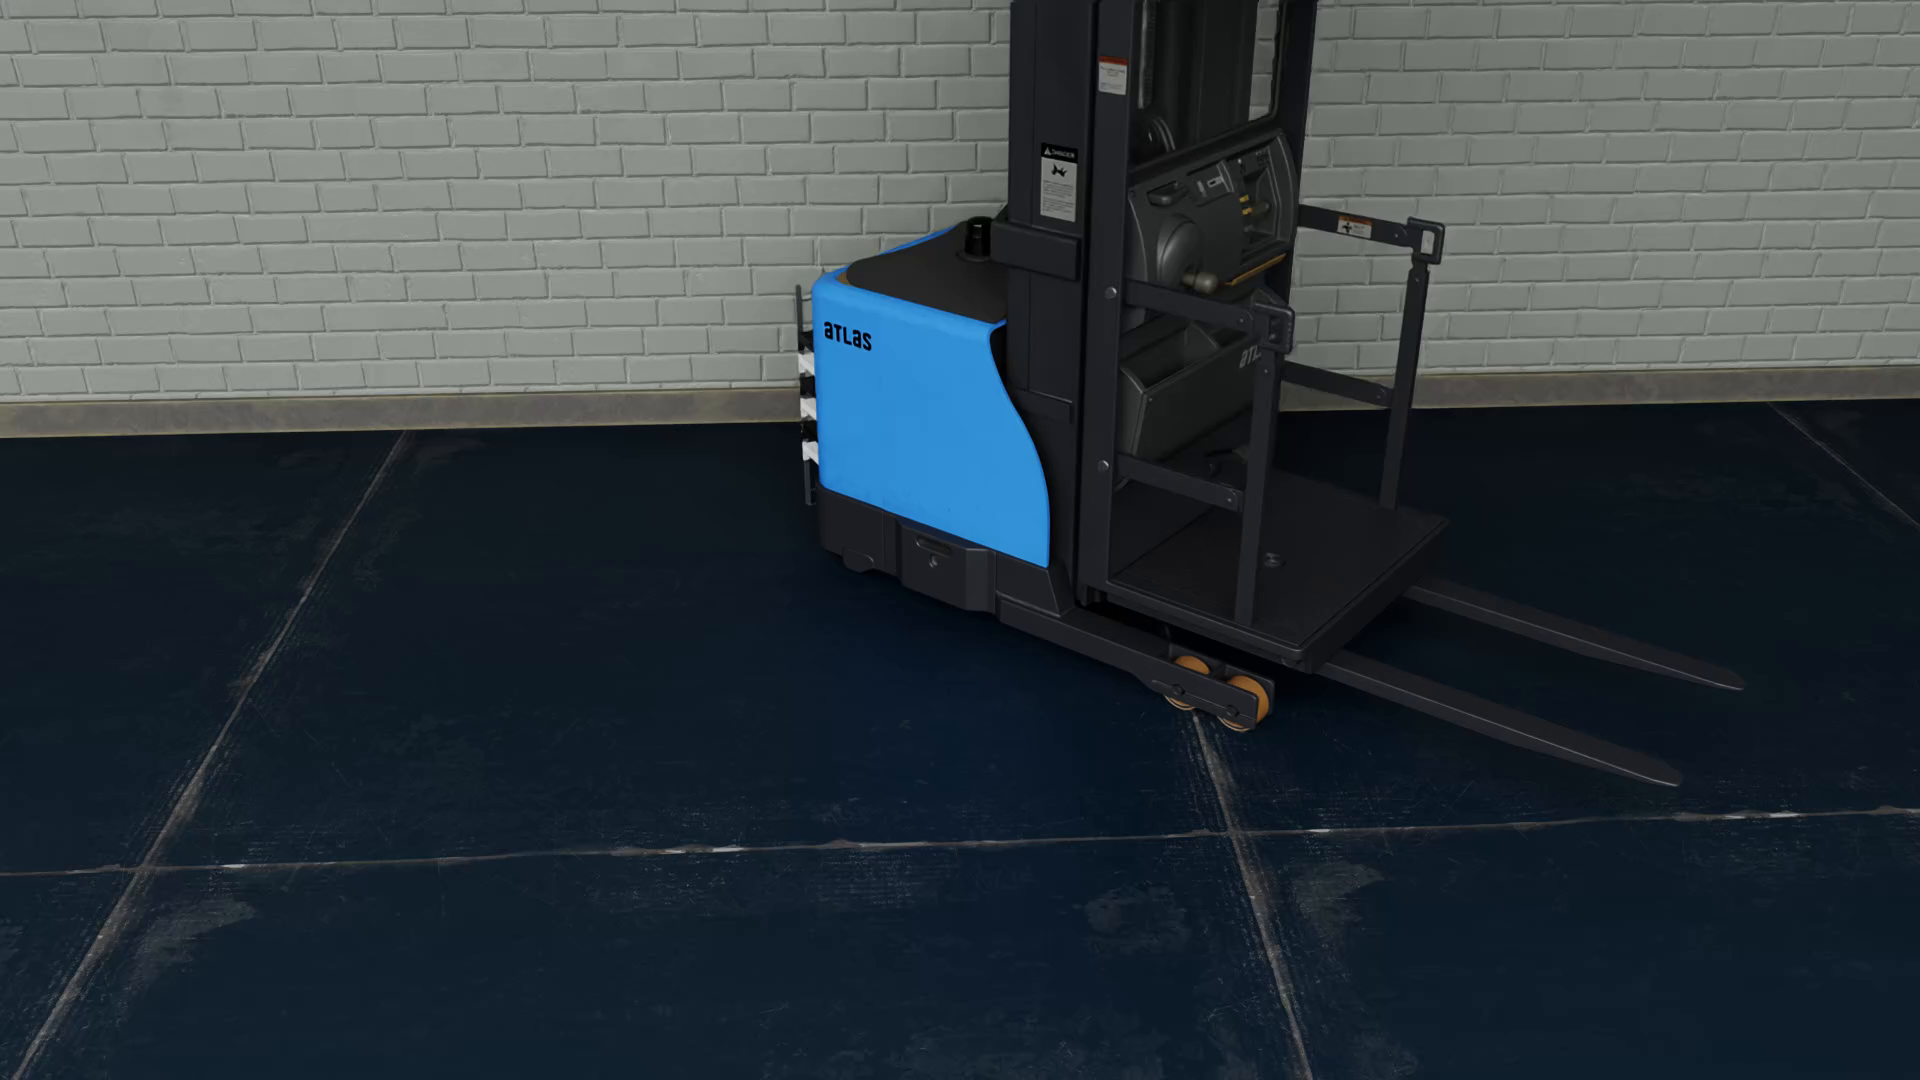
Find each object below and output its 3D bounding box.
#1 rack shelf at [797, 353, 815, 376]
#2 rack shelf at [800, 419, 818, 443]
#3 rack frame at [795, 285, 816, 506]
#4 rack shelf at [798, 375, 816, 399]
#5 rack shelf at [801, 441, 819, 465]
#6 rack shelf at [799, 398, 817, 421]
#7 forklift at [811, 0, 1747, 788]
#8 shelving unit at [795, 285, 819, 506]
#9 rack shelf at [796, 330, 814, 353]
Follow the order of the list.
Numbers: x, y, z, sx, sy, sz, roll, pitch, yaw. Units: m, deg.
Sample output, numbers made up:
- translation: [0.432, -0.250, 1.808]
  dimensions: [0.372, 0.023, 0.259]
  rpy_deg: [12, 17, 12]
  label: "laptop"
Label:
- translation: [-0.449, -0.646, 6.199]
  dimensions: [0.258, 0.077, 0.200]
  rpy_deg: [-13, 30, -24]
  label: "rack shelf"
- translation: [-0.449, -0.407, 6.324]
  dimensions: [0.258, 0.077, 0.200]
  rpy_deg: [-13, 30, -24]
  label: "rack shelf"
- translation: [-0.495, -0.558, 6.347]
  dimensions: [0.240, 0.900, 0.006]
  rpy_deg: [-13, 30, -24]
  label: "rack frame"
- translation: [-0.449, -0.567, 6.241]
  dimensions: [0.258, 0.077, 0.200]
  rpy_deg: [-13, 30, -24]
  label: "rack shelf"
- translation: [-0.449, -0.327, 6.365]
  dimensions: [0.258, 0.077, 0.200]
  rpy_deg: [-13, 30, -24]
  label: "rack shelf"
- translation: [-0.449, -0.487, 6.282]
  dimensions: [0.258, 0.077, 0.200]
  rpy_deg: [-13, 30, -24]
  label: "rack shelf"
- translation: [0.951, -0.989, 4.976]
  dimensions: [3.031, 2.935, 1.130]
  rpy_deg: [20, 33, 33]
  label: "forklift"
- translation: [-0.449, -0.516, 6.267]
  dimensions: [0.258, 0.900, 0.210]
  rpy_deg: [-13, 30, -24]
  label: "shelving unit"
- translation: [-0.449, -0.726, 6.157]
  dimensions: [0.258, 0.077, 0.200]
  rpy_deg: [-13, 30, -24]
  label: "rack shelf"
